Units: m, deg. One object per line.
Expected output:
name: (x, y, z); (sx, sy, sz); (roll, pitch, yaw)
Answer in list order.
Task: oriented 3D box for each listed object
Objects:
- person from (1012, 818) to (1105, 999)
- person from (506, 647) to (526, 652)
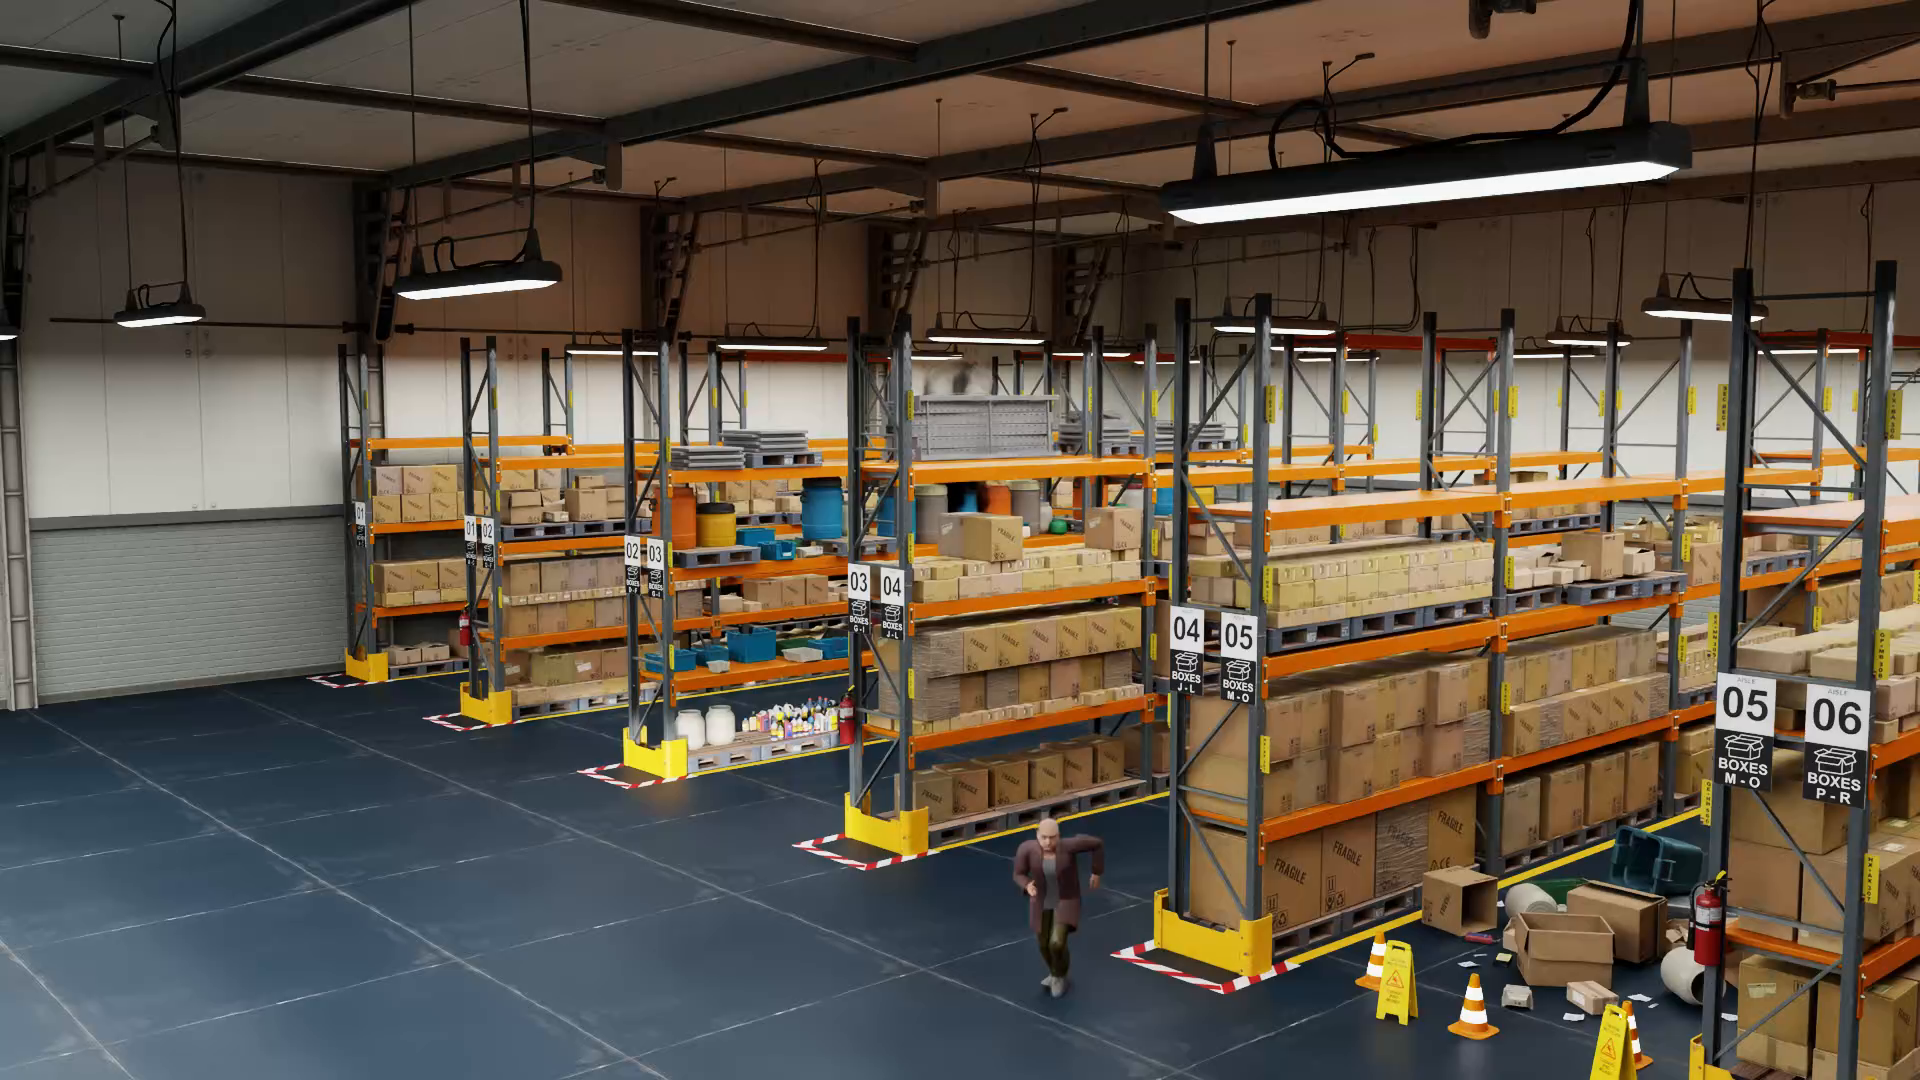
person: (0.827, 3.095, 14.017); (0.738, 1.637, 0.996); (1, 5, 14)
person: (-7.812, 1.835, 28.894); (0.645, 1.496, 0.816); (1, 5, 15)
